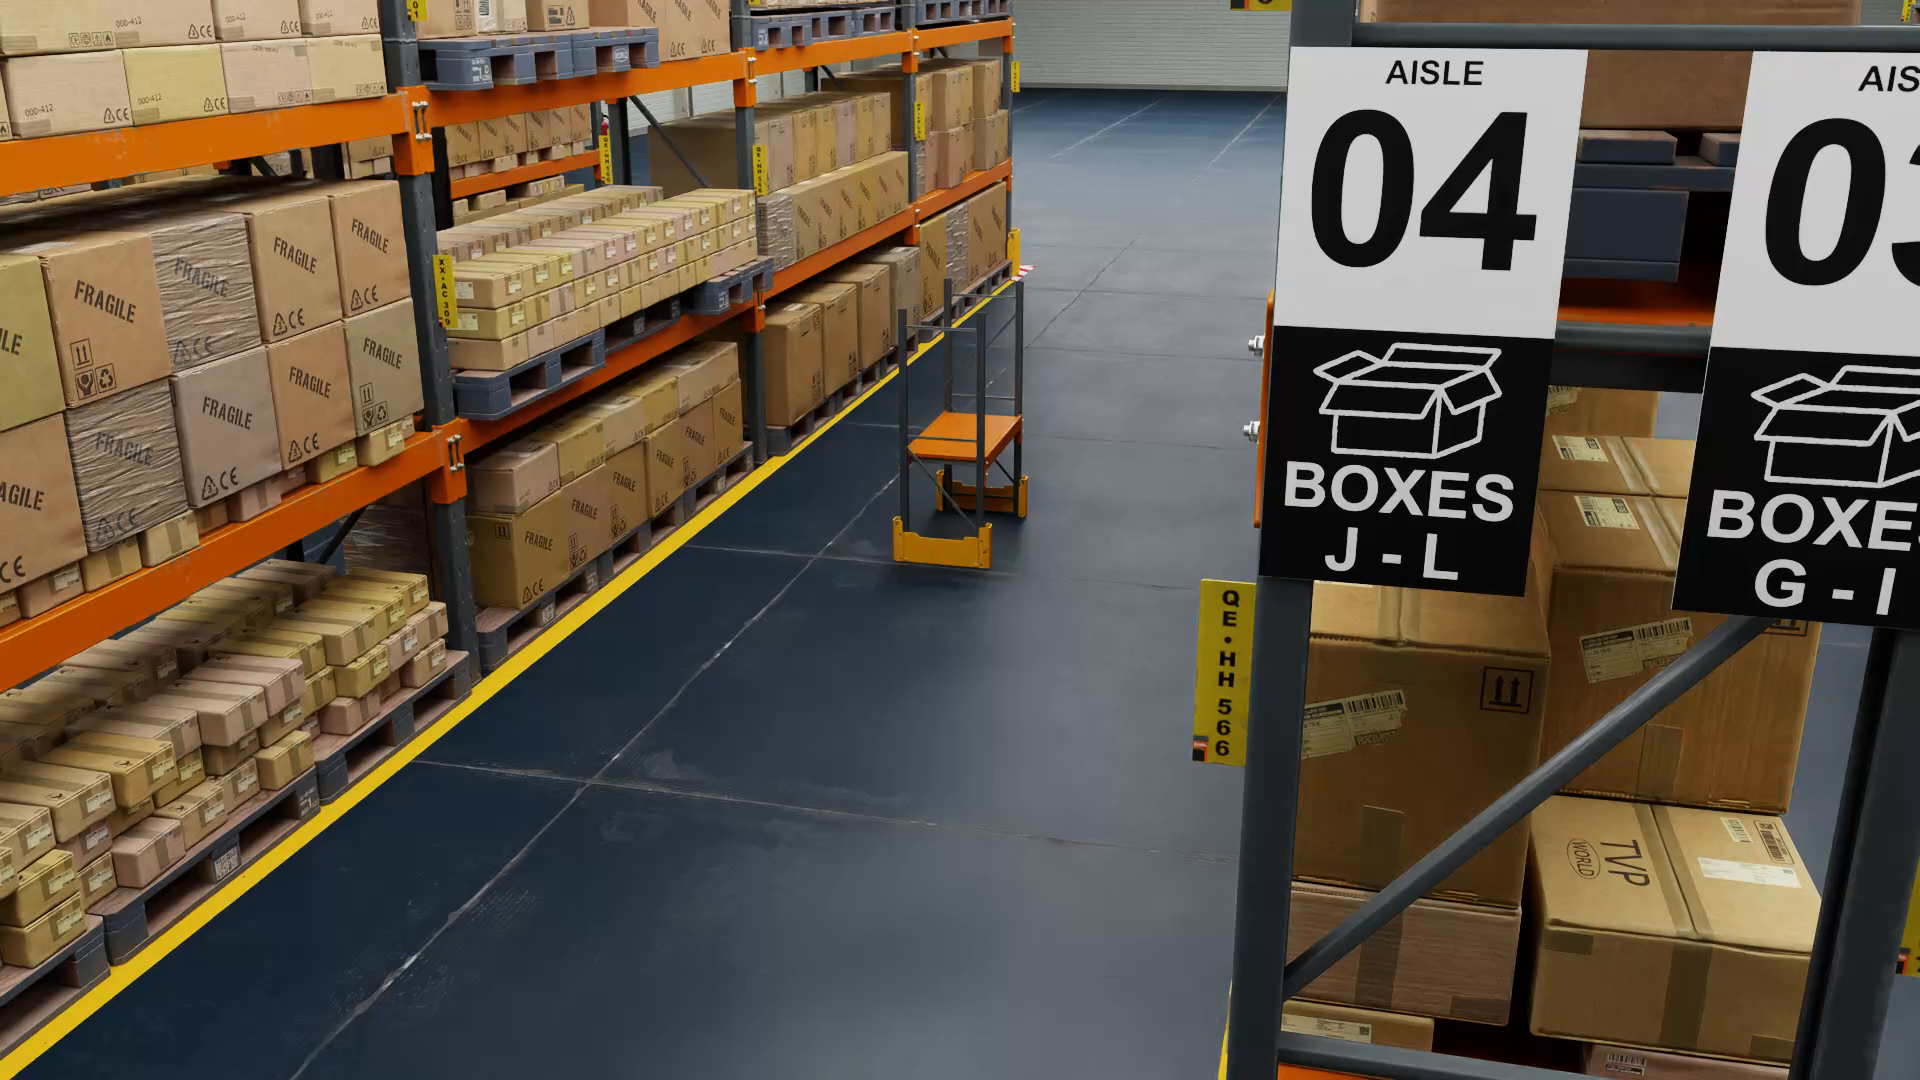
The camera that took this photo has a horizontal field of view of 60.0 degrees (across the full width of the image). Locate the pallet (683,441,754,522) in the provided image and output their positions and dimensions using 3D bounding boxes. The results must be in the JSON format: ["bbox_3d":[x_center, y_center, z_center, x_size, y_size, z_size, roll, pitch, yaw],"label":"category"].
[{"bbox_3d":[-2.060,-0.437,11.142,1.003,0.211,1.213,5,19,13],"label":"pallet"}]

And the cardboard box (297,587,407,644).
[{"bbox_3d":[-2.703,0.336,7.404,0.380,0.149,0.250,5,19,14],"label":"cardboard box"}]

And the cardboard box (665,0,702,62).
[{"bbox_3d":[-1.870,-3.112,9.862,0.500,0.500,0.500,5,19,13],"label":"cardboard box"}]

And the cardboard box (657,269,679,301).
[{"bbox_3d":[-1.861,-1.489,9.646,0.380,0.149,0.250,5,20,15],"label":"cardboard box"}]

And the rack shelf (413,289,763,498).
[{"bbox_3d":[-2.356,-1.035,9.689,1.077,0.370,4.000,5,19,13],"label":"rack shelf"}]

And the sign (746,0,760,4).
[{"bbox_3d":[-1.342,-3.622,10.712,0.100,0.325,0.005,5,19,13],"label":"sign"}]

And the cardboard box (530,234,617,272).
[{"bbox_3d":[-2.050,-1.523,8.824,0.380,0.149,0.250,4,19,13],"label":"cardboard box"}]

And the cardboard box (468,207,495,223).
[{"bbox_3d":[-5.190,-3.200,17.358,0.500,0.500,0.500,5,20,16],"label":"cardboard box"}]

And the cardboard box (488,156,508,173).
[{"bbox_3d":[-5.005,-3.970,17.557,0.380,0.149,0.250,5,19,14],"label":"cardboard box"}]

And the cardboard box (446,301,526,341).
[{"bbox_3d":[-2.303,-1.056,7.917,0.380,0.149,0.250,5,19,14],"label":"cardboard box"}]

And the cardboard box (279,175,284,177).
[{"bbox_3d":[-5.991,-3.031,14.159,0.380,0.149,0.250,5,20,15],"label":"cardboard box"}]

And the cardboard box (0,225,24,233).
[{"bbox_3d":[-3.583,-0.807,5.748,0.500,0.500,0.500,4,19,11],"label":"cardboard box"}]

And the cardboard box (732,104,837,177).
[{"bbox_3d":[-1.378,-3.142,13.044,0.700,0.500,0.500,4,19,13],"label":"cardboard box"}]

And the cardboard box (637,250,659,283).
[{"bbox_3d":[-1.923,-1.546,9.353,0.380,0.149,0.250,4,19,12],"label":"cardboard box"}]

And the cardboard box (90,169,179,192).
[{"bbox_3d":[-6.358,-2.871,12.687,0.500,0.500,0.500,4,19,12],"label":"cardboard box"}]

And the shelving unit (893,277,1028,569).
[{"bbox_3d":[0.019,-0.734,10.015,0.587,1.500,1.083,5,19,13],"label":"shelving unit"}]

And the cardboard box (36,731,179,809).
[{"bbox_3d":[-3.062,0.823,5.978,0.380,0.149,0.250,5,19,14],"label":"cardboard box"}]

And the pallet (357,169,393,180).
[{"bbox_3d":[-6.043,-3.296,15.493,1.003,0.211,1.213,5,19,13],"label":"pallet"}]

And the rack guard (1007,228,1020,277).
[{"bbox_3d":[0.093,-3.334,19.175,1.175,0.500,0.348,5,19,13],"label":"rack guard"}]

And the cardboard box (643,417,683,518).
[{"bbox_3d":[-2.019,-0.461,10.115,0.500,0.500,0.500,4,19,11],"label":"cardboard box"}]

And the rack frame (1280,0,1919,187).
[{"bbox_3d":[0.963,-1.910,1.857,1.000,3.000,0.127,5,19,13],"label":"rack frame"}]

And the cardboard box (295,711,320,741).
[{"bbox_3d":[-2.939,0.788,7.001,0.380,0.149,0.250,4,19,12],"label":"cardboard box"}]

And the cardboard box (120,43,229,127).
[{"bbox_3d":[-2.960,-1.607,5.842,0.500,0.250,0.500,4,19,13],"label":"cardboard box"}]

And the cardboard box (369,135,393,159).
[{"bbox_3d":[-5.605,-3.839,15.521,0.500,0.500,0.500,4,19,12],"label":"cardboard box"}]

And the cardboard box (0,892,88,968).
[{"bbox_3d":[-3.176,1.279,5.564,0.380,0.149,0.250,5,19,14],"label":"cardboard box"}]

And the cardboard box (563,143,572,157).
[{"bbox_3d":[-4.659,-4.449,18.960,0.380,0.149,0.250,4,19,12],"label":"cardboard box"}]

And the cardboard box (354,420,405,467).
[{"bbox_3d":[-2.645,-0.432,7.200,0.380,0.149,0.250,4,19,12],"label":"cardboard box"}]

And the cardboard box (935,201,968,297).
[{"bbox_3d":[-0.452,-2.923,16.743,0.875,0.875,0.875,5,19,14],"label":"cardboard box"}]

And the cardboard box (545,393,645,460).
[{"bbox_3d":[-2.152,-0.656,9.525,0.500,0.250,0.500,5,20,15],"label":"cardboard box"}]

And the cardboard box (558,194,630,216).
[{"bbox_3d":[-2.296,-2.073,10.434,0.380,0.149,0.250,5,19,13],"label":"cardboard box"}]

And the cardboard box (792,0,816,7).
[{"bbox_3d":[-1.355,-3.963,11.936,0.500,0.250,0.500,5,20,15],"label":"cardboard box"}]

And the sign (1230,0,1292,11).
[{"bbox_3d":[0.440,-0.919,2.350,0.100,0.325,0.005,5,19,13],"label":"sign"}]

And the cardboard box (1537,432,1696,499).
[{"bbox_3d":[1.585,0.056,3.996,0.500,0.500,0.500,4,19,12],"label":"cardboard box"}]

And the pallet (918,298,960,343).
[{"bbox_3d":[-0.629,-2.168,16.209,1.003,0.211,1.213,5,19,13],"label":"pallet"}]

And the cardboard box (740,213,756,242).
[{"bbox_3d":[-1.547,-2.032,10.774,0.380,0.149,0.250,5,20,15],"label":"cardboard box"}]

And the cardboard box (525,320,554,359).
[{"bbox_3d":[-2.241,-1.002,8.221,0.380,0.149,0.250,5,19,14],"label":"cardboard box"}]

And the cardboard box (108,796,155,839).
[{"bbox_3d":[-3.183,0.955,6.050,0.380,0.149,0.250,6,20,16],"label":"cardboard box"}]

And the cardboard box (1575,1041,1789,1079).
[{"bbox_3d":[1.369,0.963,3.117,0.380,0.149,0.250,5,19,14],"label":"cardboard box"}]

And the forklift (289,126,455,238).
[{"bbox_3d":[-4.405,-2.319,12.442,1.130,2.935,3.031,-11,22,-29],"label":"forklift"}]

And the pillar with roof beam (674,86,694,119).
[{"bbox_3d":[-2.024,-13.253,35.067,9.100,9.000,0.400,5,19,13],"label":"pillar with roof beam"}]

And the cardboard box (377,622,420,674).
[{"bbox_3d":[-2.668,0.471,7.468,0.380,0.149,0.250,4,19,11],"label":"cardboard box"}]

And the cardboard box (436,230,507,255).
[{"bbox_3d":[-2.679,-1.575,8.976,0.380,0.149,0.250,4,19,12],"label":"cardboard box"}]

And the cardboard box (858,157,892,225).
[{"bbox_3d":[-0.882,-2.960,14.058,0.500,0.500,0.500,4,19,13],"label":"cardboard box"}]

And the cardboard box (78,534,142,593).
[{"bbox_3d":[-3.094,0.056,5.772,0.380,0.149,0.250,5,20,15],"label":"cardboard box"}]

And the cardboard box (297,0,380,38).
[{"bbox_3d":[-2.711,-2.168,6.713,0.500,0.250,0.500,4,19,11],"label":"cardboard box"}]

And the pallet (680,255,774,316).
[{"bbox_3d":[-1.938,-1.679,10.760,1.213,0.211,1.003,5,19,13],"label":"pallet"}]

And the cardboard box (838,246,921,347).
[{"bbox_3d":[-0.955,-2.188,14.784,1.050,0.750,0.750,5,19,13],"label":"cardboard box"}]

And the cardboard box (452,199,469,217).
[{"bbox_3d":[-5.220,-3.372,16.860,0.380,0.149,0.250,5,19,14],"label":"cardboard box"}]

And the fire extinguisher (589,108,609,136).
[{"bbox_3d":[-4.263,-4.831,19.812,0.296,0.674,0.183,5,19,13],"label":"fire extinguisher"}]

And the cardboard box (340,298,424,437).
[{"bbox_3d":[-2.689,-0.762,7.164,0.500,0.500,0.500,5,19,13],"label":"cardboard box"}]

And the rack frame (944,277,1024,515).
[{"bbox_3d":[0.145,-0.896,10.490,0.500,1.500,0.032,5,19,13],"label":"rack frame"}]

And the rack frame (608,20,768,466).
[{"bbox_3d":[-1.868,-2.002,11.408,1.000,3.000,0.127,5,19,13],"label":"rack frame"}]

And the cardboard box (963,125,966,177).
[{"bbox_3d":[-0.421,-3.951,16.883,0.875,0.550,0.500,5,19,13],"label":"cardboard box"}]

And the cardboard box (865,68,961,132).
[{"bbox_3d":[-0.480,-4.290,16.205,0.875,0.550,0.550,5,19,13],"label":"cardboard box"}]

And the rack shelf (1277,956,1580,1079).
[{"bbox_3d":[1.451,0.643,4.779,1.077,0.370,4.000,5,19,13],"label":"rack shelf"}]

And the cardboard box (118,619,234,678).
[{"bbox_3d":[-3.310,0.461,7.039,0.380,0.149,0.250,4,19,12],"label":"cardboard box"}]

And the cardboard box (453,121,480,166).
[{"bbox_3d":[-5.237,-4.078,16.871,0.500,0.500,0.500,5,19,13],"label":"cardboard box"}]

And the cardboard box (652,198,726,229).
[{"bbox_3d":[-1.670,-2.013,10.258,0.380,0.149,0.250,5,20,15],"label":"cardboard box"}]
